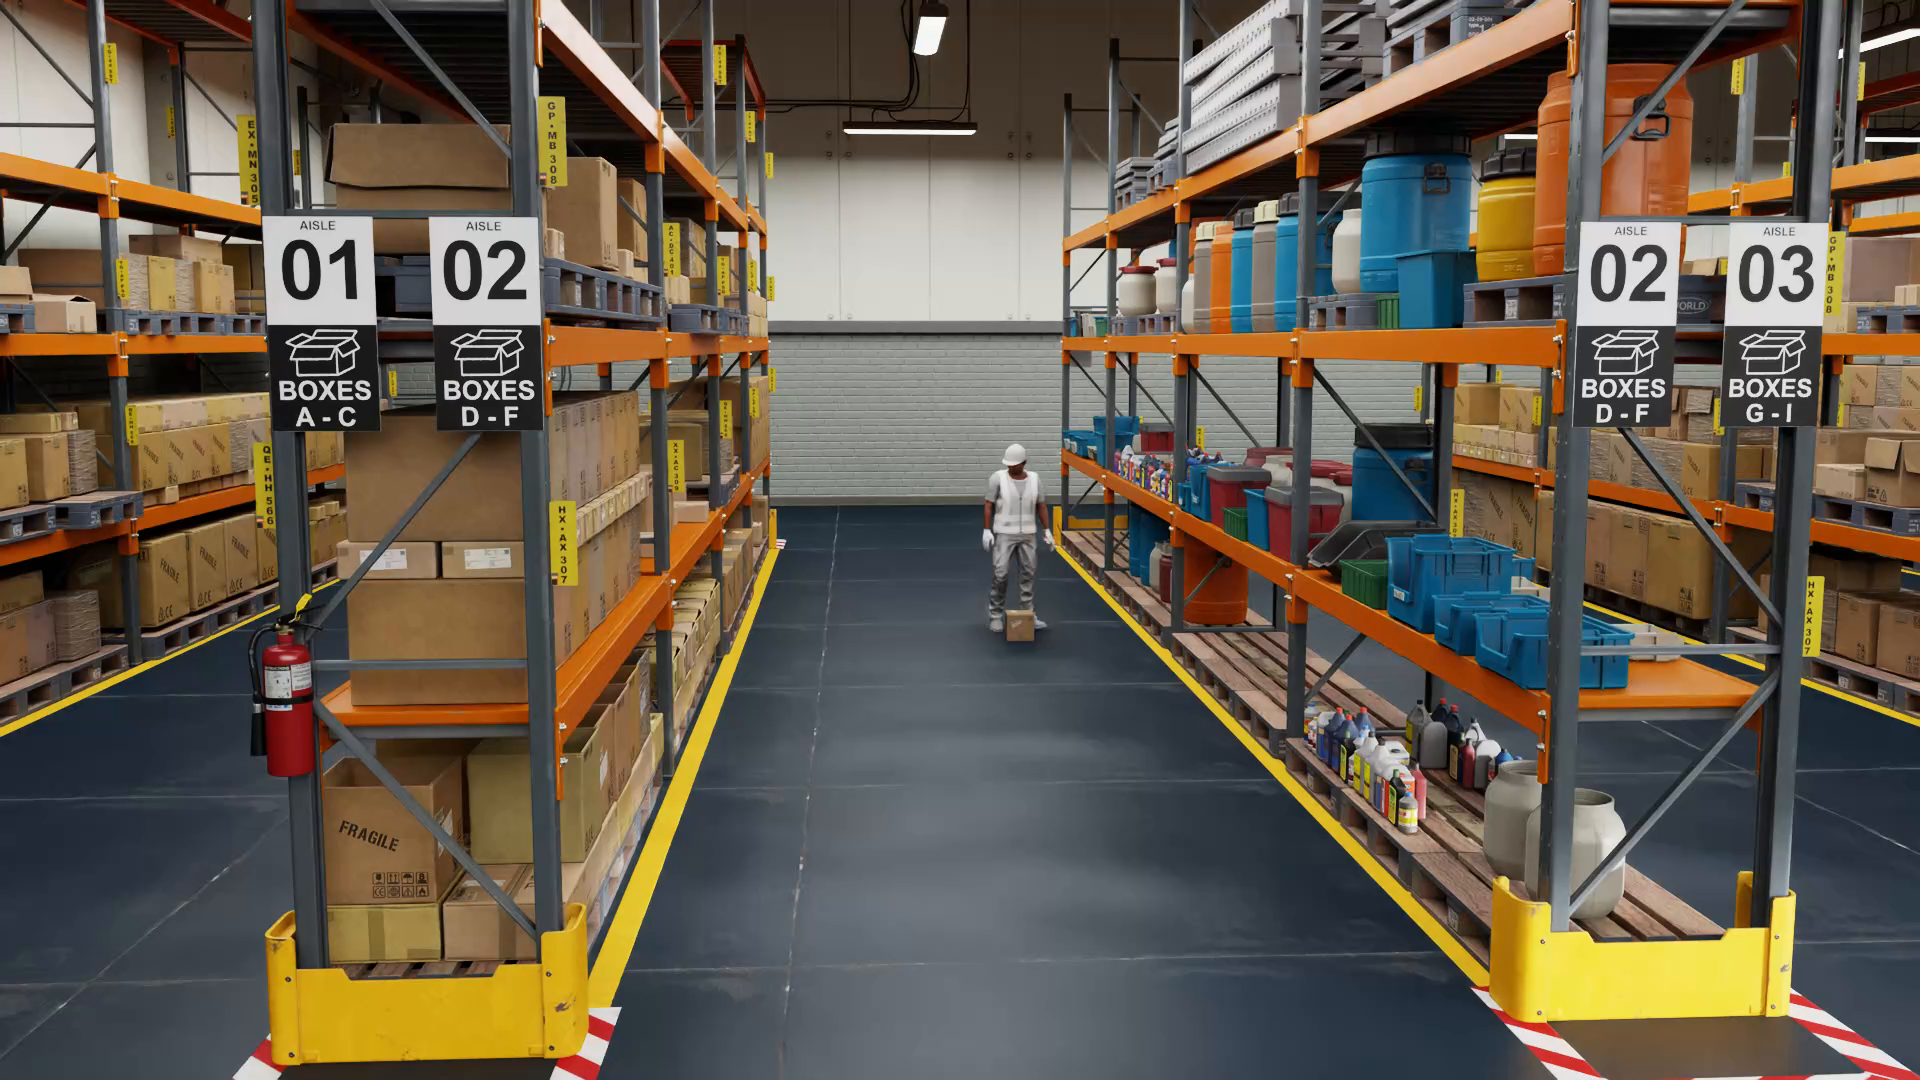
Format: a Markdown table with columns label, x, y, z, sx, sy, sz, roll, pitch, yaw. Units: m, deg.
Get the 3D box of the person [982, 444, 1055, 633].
| label | x | y | z | sx | sy | sz | roll | pitch | yaw |
| --- | --- | --- | --- | --- | --- | --- | --- | --- | --- |
| person | 0.559 | -0.026 | 15.836 | 0.666 | 1.792 | 0.396 | -2 | 7 | -20 |
